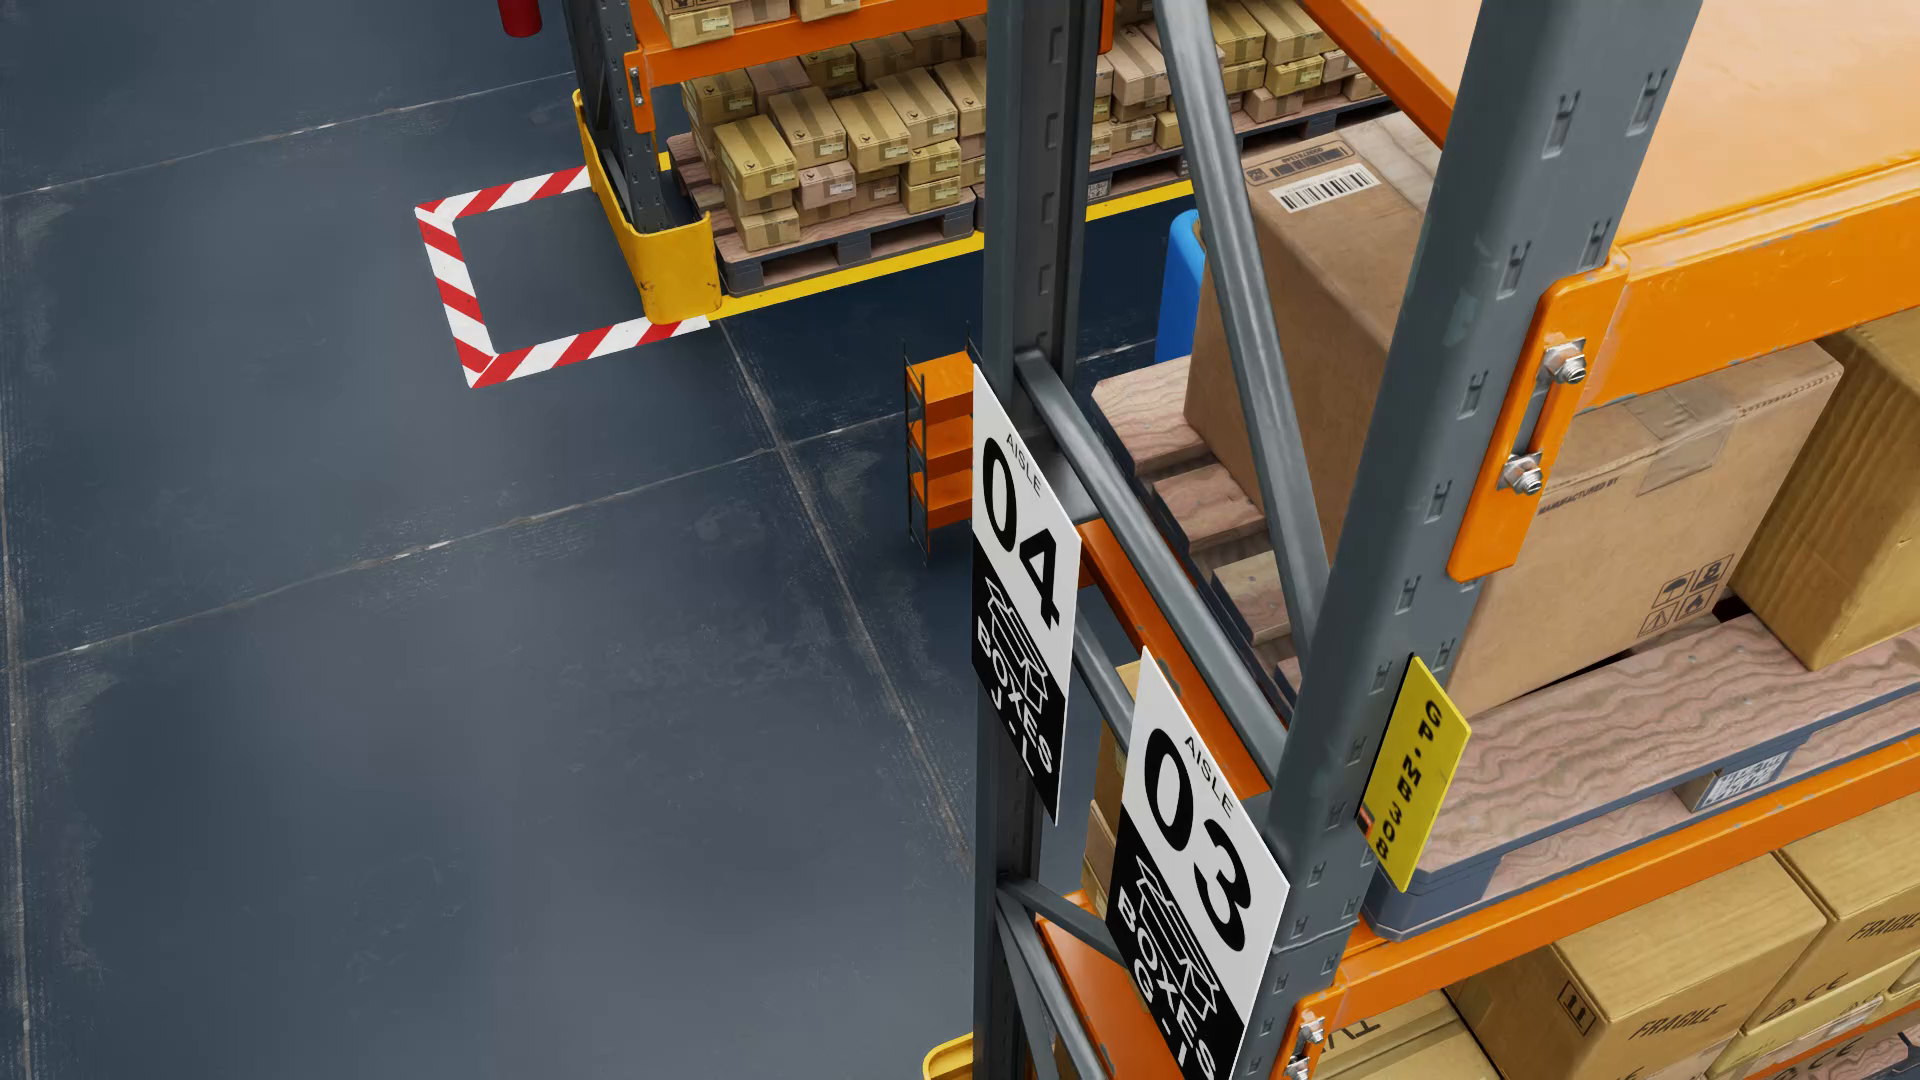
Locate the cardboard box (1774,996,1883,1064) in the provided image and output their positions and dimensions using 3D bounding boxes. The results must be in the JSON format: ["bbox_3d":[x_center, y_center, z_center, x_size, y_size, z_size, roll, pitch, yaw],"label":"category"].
[{"bbox_3d":[1.921,0.996,3.924,0.250,0.149,0.380,-18,52,-15],"label":"cardboard box"}]

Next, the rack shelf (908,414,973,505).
[{"bbox_3d":[-0.050,-0.320,6.187,0.240,0.259,0.215,-17,52,-14],"label":"rack shelf"}]

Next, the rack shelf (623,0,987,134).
[{"bbox_3d":[0.348,-2.697,7.404,4.000,0.370,1.077,-17,52,-14],"label":"rack shelf"}]

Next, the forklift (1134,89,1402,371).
[{"bbox_3d":[2.283,-1.393,5.855,3.031,2.935,1.130,-11,50,-9],"label":"forklift"}]

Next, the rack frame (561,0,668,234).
[{"bbox_3d":[-1.504,-2.358,6.638,0.127,3.000,1.000,-17,52,-14],"label":"rack frame"}]

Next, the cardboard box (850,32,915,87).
[{"bbox_3d":[-0.400,-2.315,7.811,0.250,0.149,0.380,-19,52,-16],"label":"cardboard box"}]

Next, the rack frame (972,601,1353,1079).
[{"bbox_3d":[0.278,1.155,3.622,0.127,3.000,1.000,-17,52,-14],"label":"rack frame"}]

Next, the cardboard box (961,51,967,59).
[{"bbox_3d":[0.076,-2.383,8.066,0.250,0.149,0.380,-15,51,-12],"label":"cardboard box"}]

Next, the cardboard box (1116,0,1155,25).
[{"bbox_3d":[0.810,-2.703,8.145,0.250,0.149,0.380,-16,51,-13],"label":"cardboard box"}]

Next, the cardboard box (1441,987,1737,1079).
[{"bbox_3d":[1.303,1.005,3.653,0.500,0.250,0.500,-18,52,-15],"label":"cardboard box"}]

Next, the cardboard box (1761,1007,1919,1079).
[{"bbox_3d":[2.506,0.954,4.918,0.875,0.875,0.875,-17,52,-14],"label":"cardboard box"}]

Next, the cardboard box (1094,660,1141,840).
[{"bbox_3d":[0.630,0.538,3.560,0.500,0.500,0.500,-17,51,-14],"label":"cardboard box"}]

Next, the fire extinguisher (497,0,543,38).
[{"bbox_3d":[-1.912,-2.463,7.026,0.183,0.674,0.296,-17,52,-14],"label":"fire extinguisher"}]

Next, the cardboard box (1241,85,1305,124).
[{"bbox_3d":[1.472,-2.225,8.126,0.250,0.149,0.380,-19,52,-15],"label":"cardboard box"}]

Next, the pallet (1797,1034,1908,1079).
[{"bbox_3d":[2.116,1.432,5.222,1.213,0.211,1.003,-17,52,-14],"label":"pallet"}]

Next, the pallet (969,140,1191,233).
[{"bbox_3d":[0.460,-2.026,8.192,1.213,0.211,1.003,-17,52,-14],"label":"pallet"}]

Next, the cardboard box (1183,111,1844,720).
[{"bbox_3d":[0.739,-0.211,2.409,0.500,0.500,0.700,-20,52,-16],"label":"cardboard box"}]

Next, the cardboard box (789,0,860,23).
[{"bbox_3d":[-0.591,-2.280,6.737,0.250,0.149,0.380,-19,52,-15],"label":"cardboard box"}]

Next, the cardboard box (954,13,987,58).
[{"bbox_3d":[0.114,-2.428,7.909,0.250,0.149,0.380,-19,52,-15],"label":"cardboard box"}]

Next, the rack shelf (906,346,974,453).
[{"bbox_3d":[-0.050,-0.505,5.972,0.240,0.259,0.215,-17,52,-14],"label":"rack shelf"}]

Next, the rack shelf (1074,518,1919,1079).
[{"bbox_3d":[2.129,-0.162,3.250,4.000,0.370,1.077,-17,52,-14],"label":"rack shelf"}]

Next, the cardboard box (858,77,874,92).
[{"bbox_3d":[-0.355,-2.170,7.883,0.250,0.149,0.380,-18,52,-15],"label":"cardboard box"}]

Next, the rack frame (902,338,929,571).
[{"bbox_3d":[-0.162,-0.292,6.149,0.008,1.050,0.200,-17,52,-14],"label":"rack frame"}]

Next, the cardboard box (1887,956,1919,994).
[{"bbox_3d":[2.251,0.710,3.907,0.500,0.250,0.500,-18,52,-15],"label":"cardboard box"}]

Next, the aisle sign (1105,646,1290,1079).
[{"bbox_3d":[0.325,0.539,2.437,0.004,0.787,0.394,-17,52,-14],"label":"aisle sign"}]

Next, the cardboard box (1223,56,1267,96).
[{"bbox_3d":[1.271,-2.318,8.010,0.250,0.149,0.380,-17,51,-14],"label":"cardboard box"}]

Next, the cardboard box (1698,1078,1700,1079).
[{"bbox_3d":[1.446,1.142,3.798,0.250,0.149,0.380,-18,52,-15],"label":"cardboard box"}]

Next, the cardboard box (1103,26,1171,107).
[{"bbox_3d":[0.788,-2.196,7.710,0.250,0.149,0.380,-19,52,-16],"label":"cardboard box"}]

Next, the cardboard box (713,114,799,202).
[{"bbox_3d":[-0.890,-1.671,7.259,0.250,0.149,0.380,-19,52,-16],"label":"cardboard box"}]

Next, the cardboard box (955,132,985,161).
[{"bbox_3d":[0.034,-1.944,7.690,0.250,0.149,0.380,-19,52,-16],"label":"cardboard box"}]

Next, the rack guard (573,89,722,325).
[{"bbox_3d":[-1.434,-1.565,7.605,0.348,0.500,1.175,-17,52,-14],"label":"rack guard"}]

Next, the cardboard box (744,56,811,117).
[{"bbox_3d":[-0.855,-2.121,7.645,0.250,0.149,0.380,-16,51,-14],"label":"cardboard box"}]

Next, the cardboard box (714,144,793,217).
[{"bbox_3d":[-0.922,-1.633,7.422,0.250,0.149,0.380,-15,51,-13],"label":"cardboard box"}]

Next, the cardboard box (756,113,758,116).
[{"bbox_3d":[-0.861,-2.052,7.782,0.250,0.149,0.380,-18,52,-15],"label":"cardboard box"}]

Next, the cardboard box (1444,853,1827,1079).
[{"bbox_3d":[1.287,0.771,3.360,0.500,0.500,0.500,-18,52,-15],"label":"cardboard box"}]

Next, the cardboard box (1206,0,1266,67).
[{"bbox_3d":[1.249,-2.425,7.906,0.250,0.149,0.380,-16,51,-13],"label":"cardboard box"}]

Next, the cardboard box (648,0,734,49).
[{"bbox_3d":[-1.080,-2.139,6.616,0.250,0.149,0.380,-18,52,-15],"label":"cardboard box"}]

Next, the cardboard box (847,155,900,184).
[{"bbox_3d":[-0.454,-1.804,7.569,0.250,0.149,0.380,-17,51,-14],"label":"cardboard box"}]

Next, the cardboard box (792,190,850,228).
[{"bbox_3d":[-0.687,-1.624,7.611,0.250,0.149,0.380,-17,52,-14],"label":"cardboard box"}]

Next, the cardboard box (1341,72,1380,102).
[{"bbox_3d":[1.965,-2.361,8.244,0.250,0.149,0.380,-17,51,-14],"label":"cardboard box"}]

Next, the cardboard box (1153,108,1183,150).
[{"bbox_3d":[1.007,-2.065,7.989,0.250,0.149,0.380,-17,52,-14],"label":"cardboard box"}]

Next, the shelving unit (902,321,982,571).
[{"bbox_3d":[-0.050,-0.327,6.179,0.252,1.050,0.215,-17,52,-14],"label":"shelving unit"}]

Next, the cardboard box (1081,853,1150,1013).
[{"bbox_3d":[0.483,0.903,4.004,0.250,0.149,0.380,-16,51,-14],"label":"cardboard box"}]

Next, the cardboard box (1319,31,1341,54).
[{"bbox_3d":[1.747,-2.521,7.989,0.250,0.149,0.380,-17,51,-14],"label":"cardboard box"}]

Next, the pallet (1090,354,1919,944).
[{"bbox_3d":[0.961,-0.014,2.707,1.213,0.211,1.003,-17,52,-14],"label":"pallet"}]

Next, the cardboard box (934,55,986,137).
[{"bbox_3d":[0.060,-2.019,7.558,0.250,0.149,0.380,-15,51,-13],"label":"cardboard box"}]

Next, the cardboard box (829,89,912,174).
[{"bbox_3d":[-0.399,-1.817,7.384,0.250,0.149,0.380,-17,52,-14],"label":"cardboard box"}]

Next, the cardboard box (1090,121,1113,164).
[{"bbox_3d":[0.529,-1.944,7.886,0.250,0.149,0.380,-17,52,-14],"label":"cardboard box"}]

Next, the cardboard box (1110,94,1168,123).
[{"bbox_3d":[0.787,-2.168,7.882,0.250,0.149,0.380,-19,52,-16],"label":"cardboard box"}]

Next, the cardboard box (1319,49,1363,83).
[{"bbox_3d":[1.782,-2.410,8.090,0.250,0.149,0.380,-19,52,-16],"label":"cardboard box"}]

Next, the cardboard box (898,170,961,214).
[{"bbox_3d":[-0.181,-1.696,7.673,0.250,0.149,0.380,-17,51,-14],"label":"cardboard box"}]
